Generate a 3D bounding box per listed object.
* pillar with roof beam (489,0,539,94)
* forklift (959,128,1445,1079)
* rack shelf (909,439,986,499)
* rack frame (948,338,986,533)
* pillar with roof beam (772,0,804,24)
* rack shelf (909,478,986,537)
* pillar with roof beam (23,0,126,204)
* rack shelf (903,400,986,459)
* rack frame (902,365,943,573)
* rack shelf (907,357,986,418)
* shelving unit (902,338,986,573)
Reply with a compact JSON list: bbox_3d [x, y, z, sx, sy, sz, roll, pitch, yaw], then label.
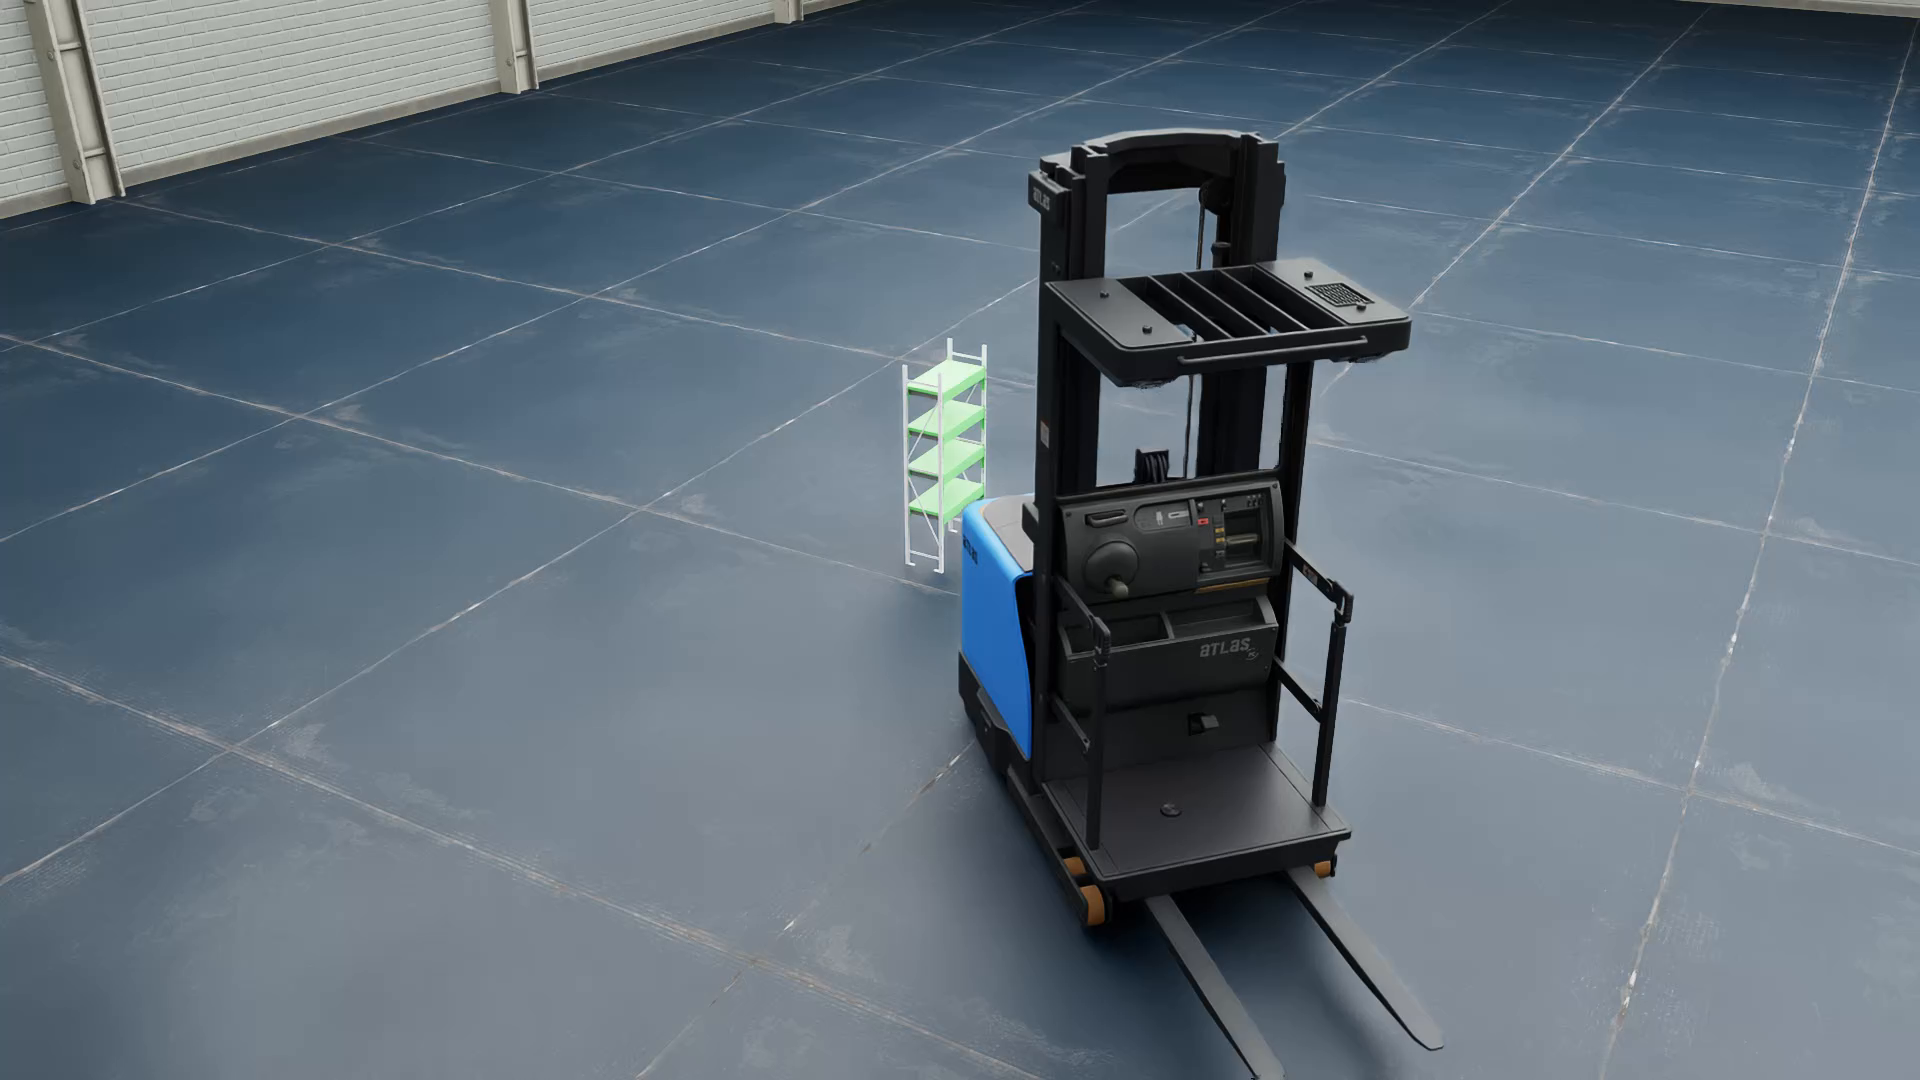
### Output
[{"bbox_3d":[-1.876,-8.822,17.321,9.100,9.000,0.400,14,30,26],"label":"pillar with roof beam"},{"bbox_3d":[0.914,0.037,6.401,1.130,2.935,3.031,-8,28,-15],"label":"forklift"},{"bbox_3d":[-0.081,-0.415,9.381,0.258,0.148,0.480,14,30,26],"label":"rack shelf"},{"bbox_3d":[0.039,-0.567,9.543,0.240,1.200,0.015,14,30,26],"label":"rack frame"},{"bbox_3d":[1.075,-11.160,21.992,9.100,9.000,0.400,14,30,26],"label":"pillar with roof beam"},{"bbox_3d":[-0.081,-0.200,9.489,0.258,0.148,0.480,14,30,26],"label":"rack shelf"},{"bbox_3d":[-4.828,-6.484,12.650,9.100,9.000,0.400,14,30,26],"label":"pillar with roof beam"},{"bbox_3d":[-0.081,-0.629,9.274,0.258,0.148,0.480,14,30,26],"label":"rack shelf"},{"bbox_3d":[-0.201,-0.377,9.163,0.240,1.200,0.015,14,30,26],"label":"rack frame"},{"bbox_3d":[-0.081,-0.844,9.166,0.258,0.148,0.480,14,30,26],"label":"rack shelf"},{"bbox_3d":[-0.081,-0.472,9.353,0.258,1.200,0.503,14,30,26],"label":"shelving unit"}]
